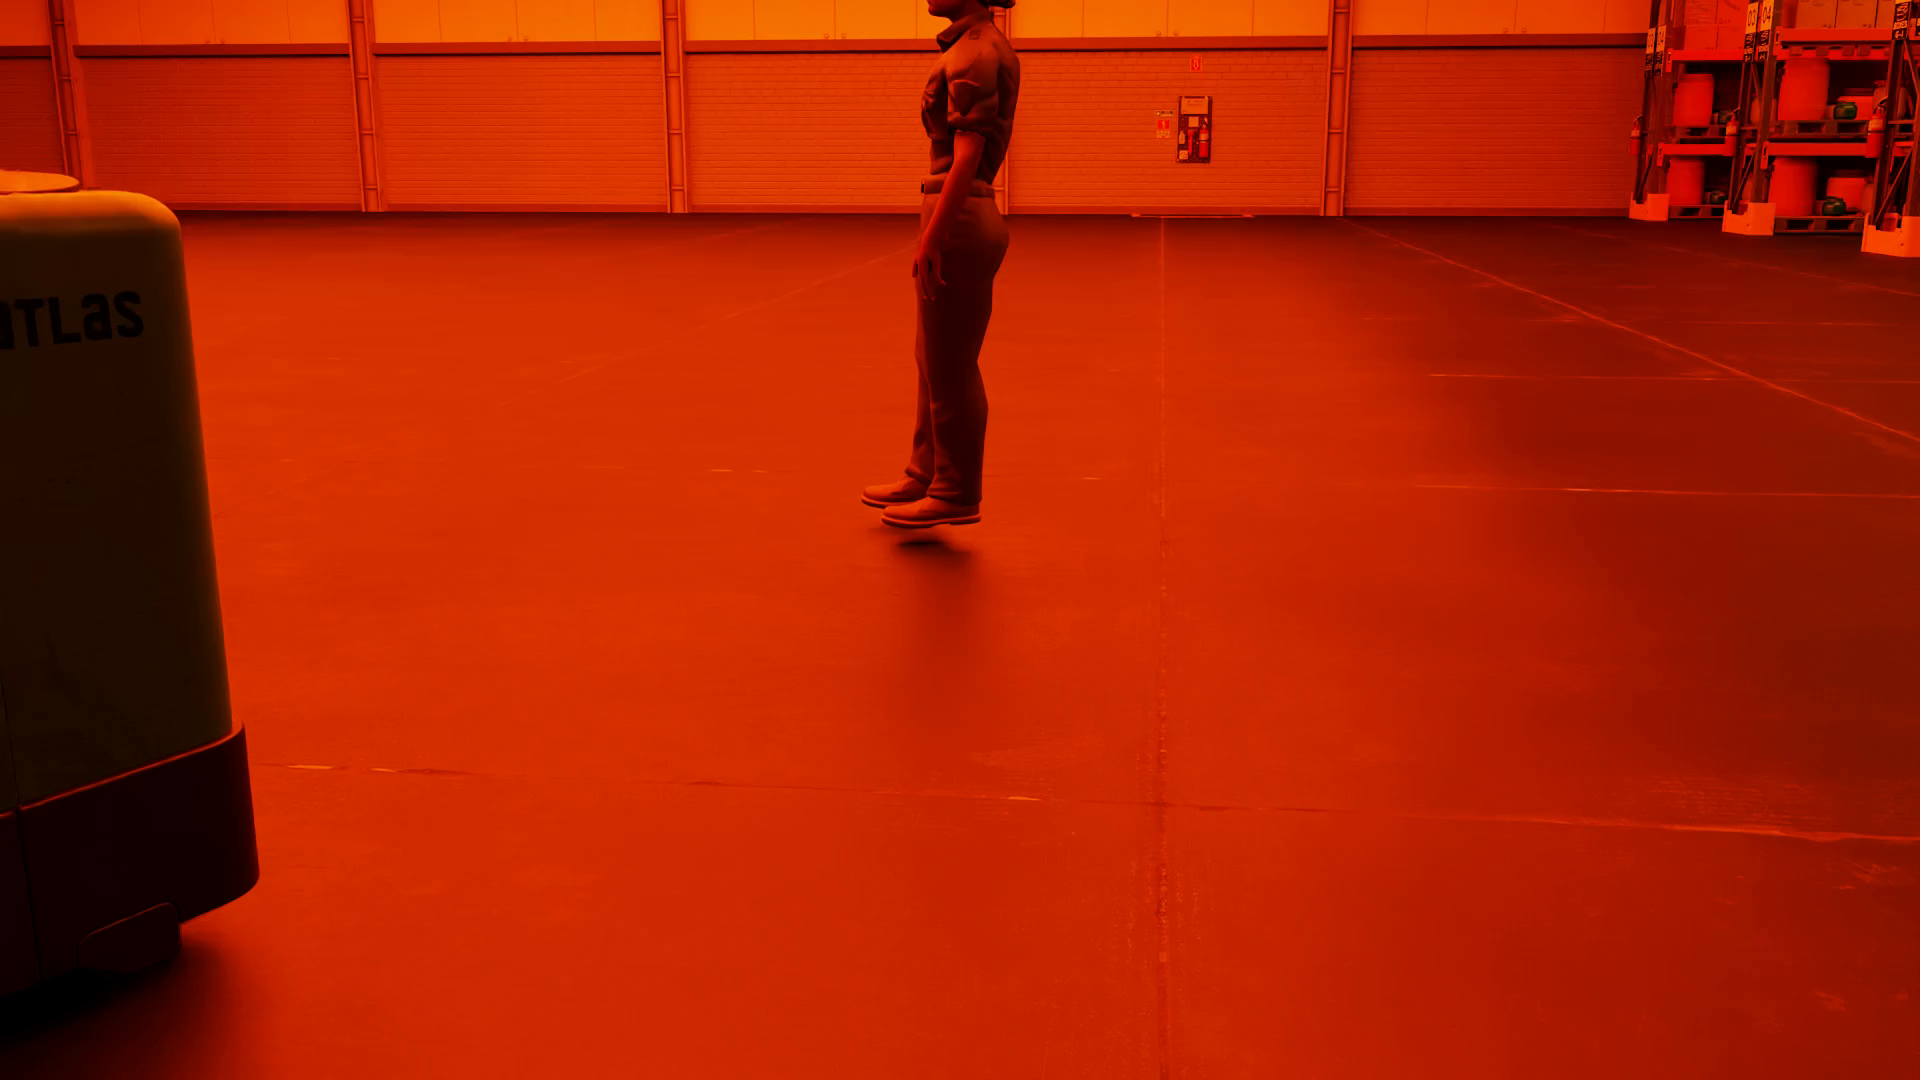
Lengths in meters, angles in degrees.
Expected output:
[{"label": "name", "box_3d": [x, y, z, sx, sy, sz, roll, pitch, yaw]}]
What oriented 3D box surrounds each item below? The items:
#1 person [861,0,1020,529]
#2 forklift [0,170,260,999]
[{"label": "person", "box_3d": [-0.085, -0.859, 4.777, 0.503, 1.656, 0.569, 2, 13, 7]}, {"label": "forklift", "box_3d": [-2.237, -0.622, 1.172, 1.130, 2.935, 3.031, 8, 15, 31]}]
